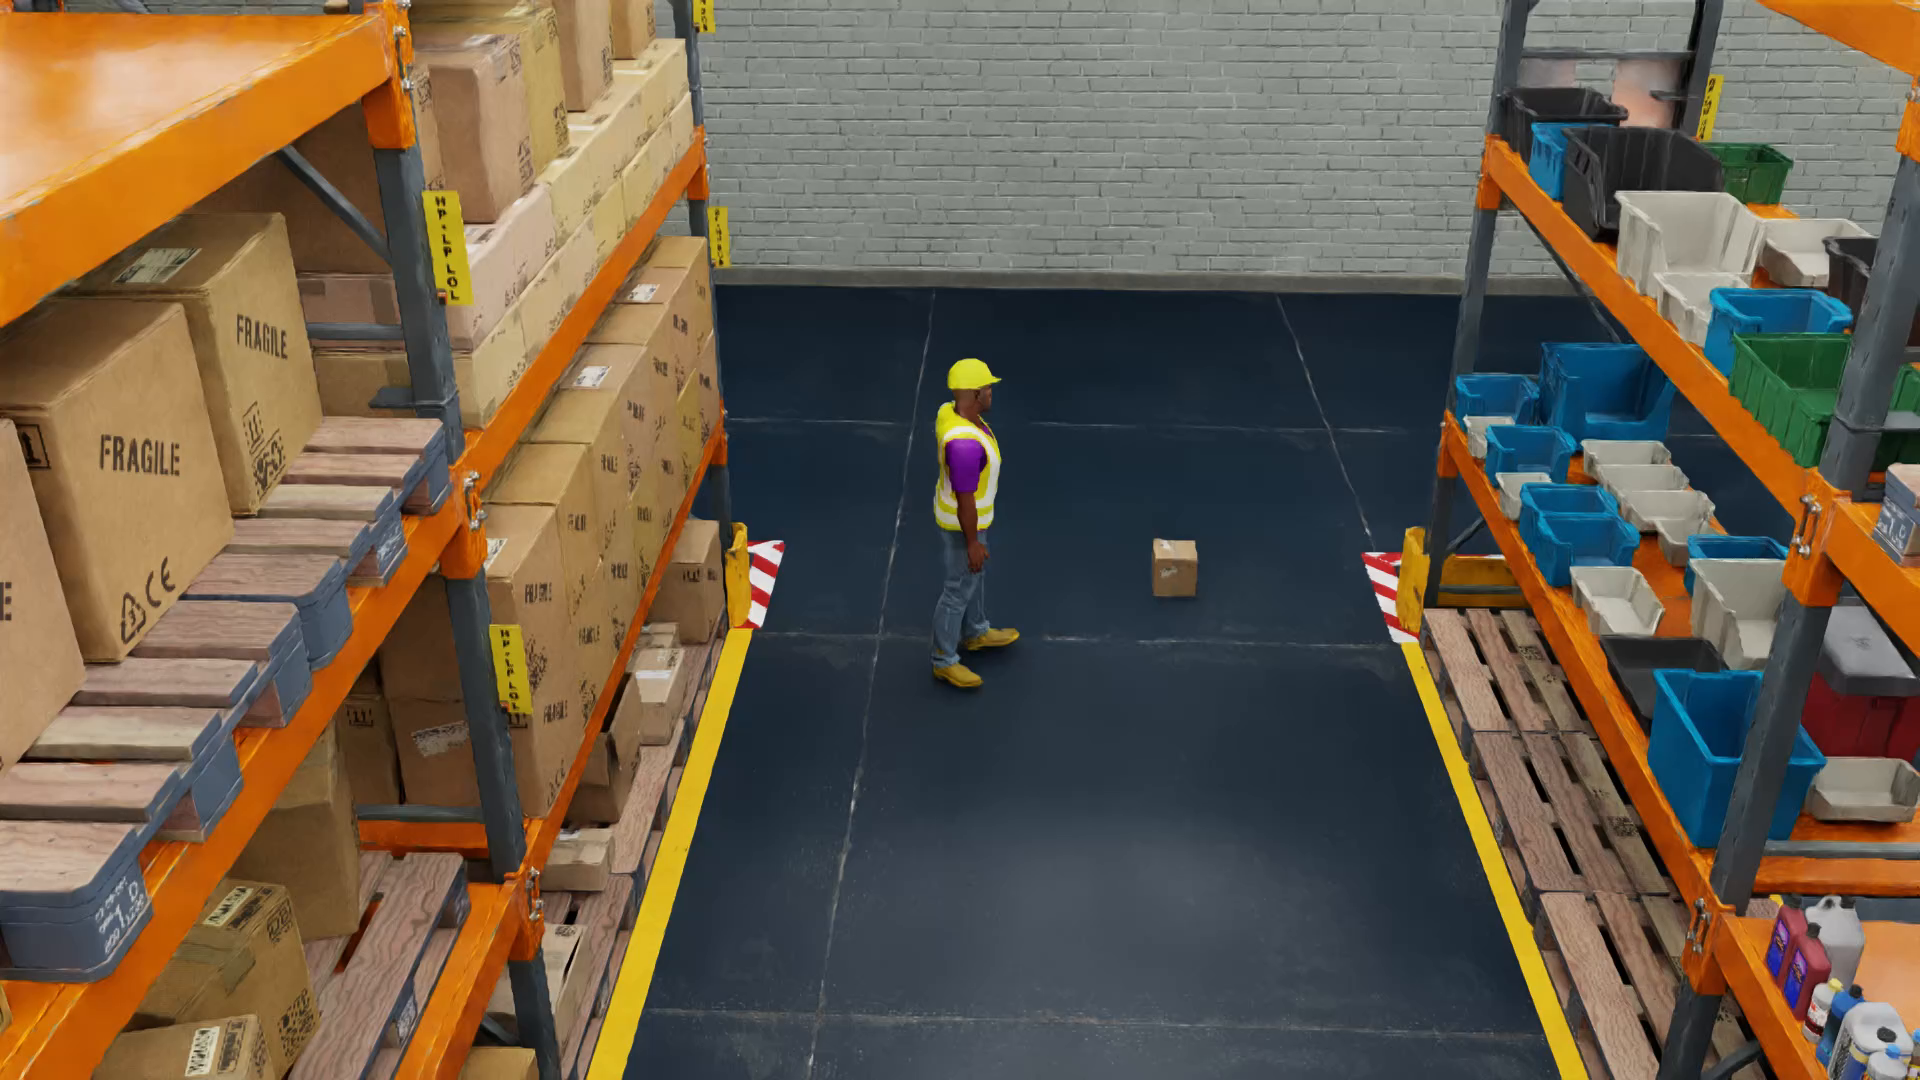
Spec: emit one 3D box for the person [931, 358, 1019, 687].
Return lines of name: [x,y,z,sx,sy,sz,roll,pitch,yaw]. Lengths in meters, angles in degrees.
person: [1.262,3.206,2.457,2.345,1.768,15.002,-1,28,-2]
